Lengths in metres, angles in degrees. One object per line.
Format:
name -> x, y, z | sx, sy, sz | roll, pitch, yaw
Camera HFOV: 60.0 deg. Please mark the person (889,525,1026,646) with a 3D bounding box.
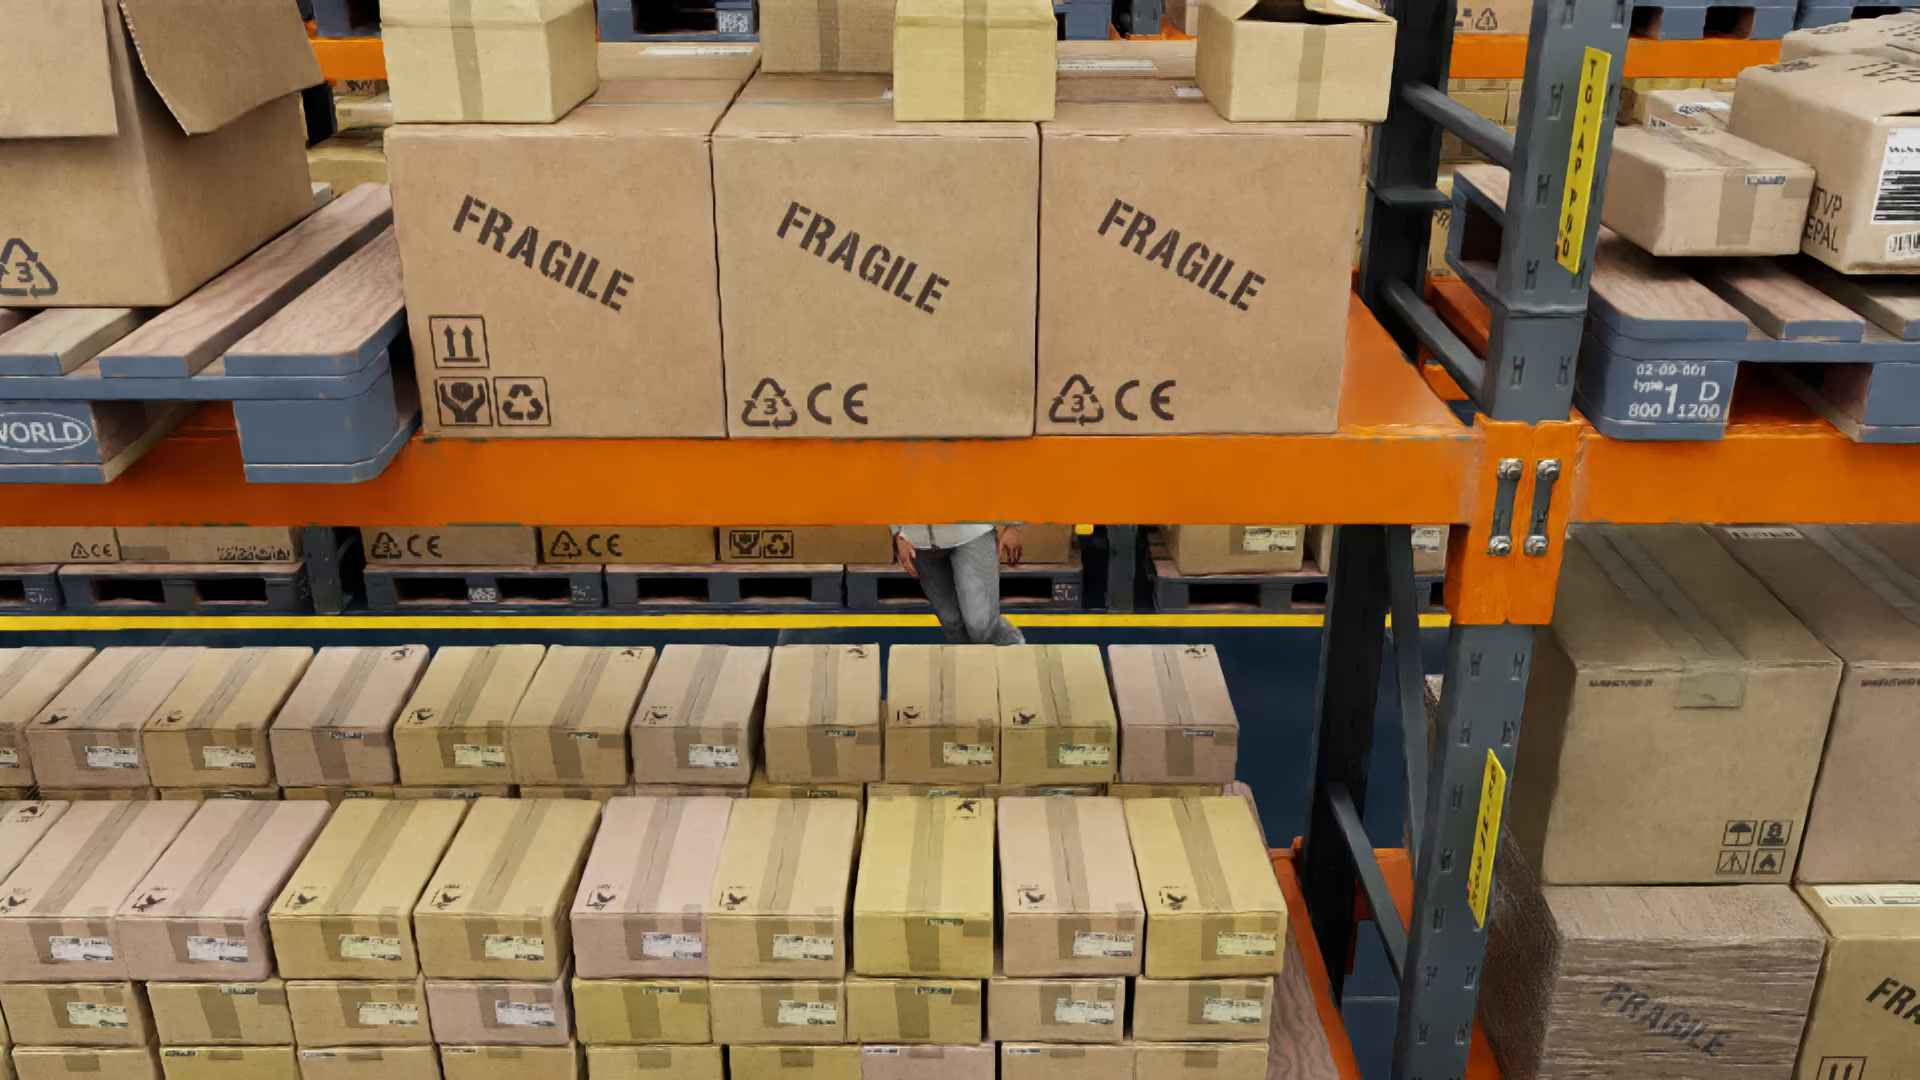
person -> -0.023, -0.023, 7.146 | 0.696, 1.741, 0.491 | 7, 25, 15
